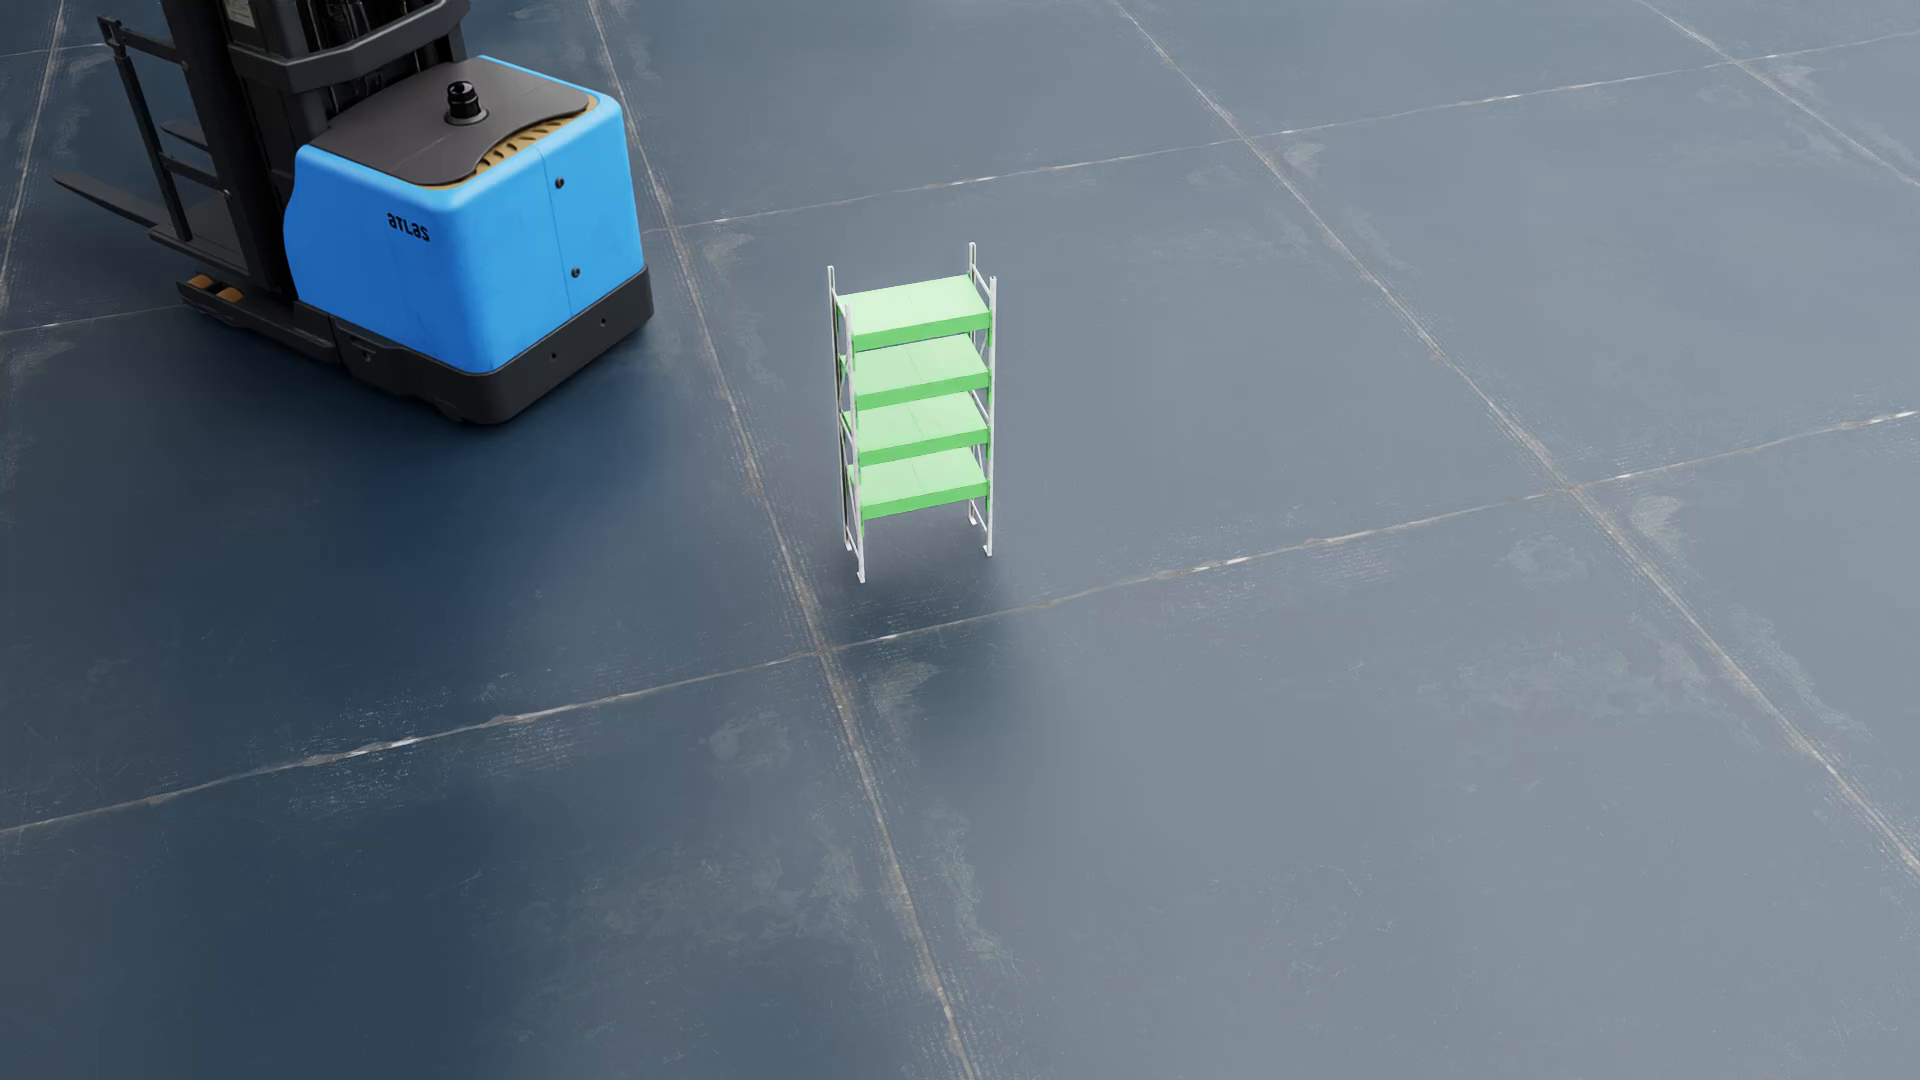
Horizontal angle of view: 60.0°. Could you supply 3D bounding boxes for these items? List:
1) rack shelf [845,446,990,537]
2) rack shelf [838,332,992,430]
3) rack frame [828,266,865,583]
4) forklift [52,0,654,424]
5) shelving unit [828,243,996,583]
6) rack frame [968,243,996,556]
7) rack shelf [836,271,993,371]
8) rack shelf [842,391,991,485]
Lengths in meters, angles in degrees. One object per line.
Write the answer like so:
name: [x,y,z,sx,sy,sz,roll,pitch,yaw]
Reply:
rack shelf: [-0.158,-0.190,6.018,0.480,0.148,0.258,-12,42,-13]
rack shelf: [-0.158,-0.552,5.702,0.480,0.148,0.258,-12,42,-13]
rack frame: [-0.391,-0.371,5.763,0.015,1.200,0.240,-12,42,-13]
forklift: [-2.857,-2.313,6.670,3.031,2.935,1.130,23,46,24]
shelving unit: [-0.158,-0.419,5.818,0.503,1.200,0.258,-12,42,-13]
rack frame: [0.075,-0.467,5.873,0.015,1.200,0.240,-12,42,-13]
rack shelf: [-0.158,-0.732,5.544,0.480,0.148,0.258,-12,42,-13]
rack shelf: [-0.158,-0.371,5.860,0.480,0.148,0.258,-12,42,-13]
